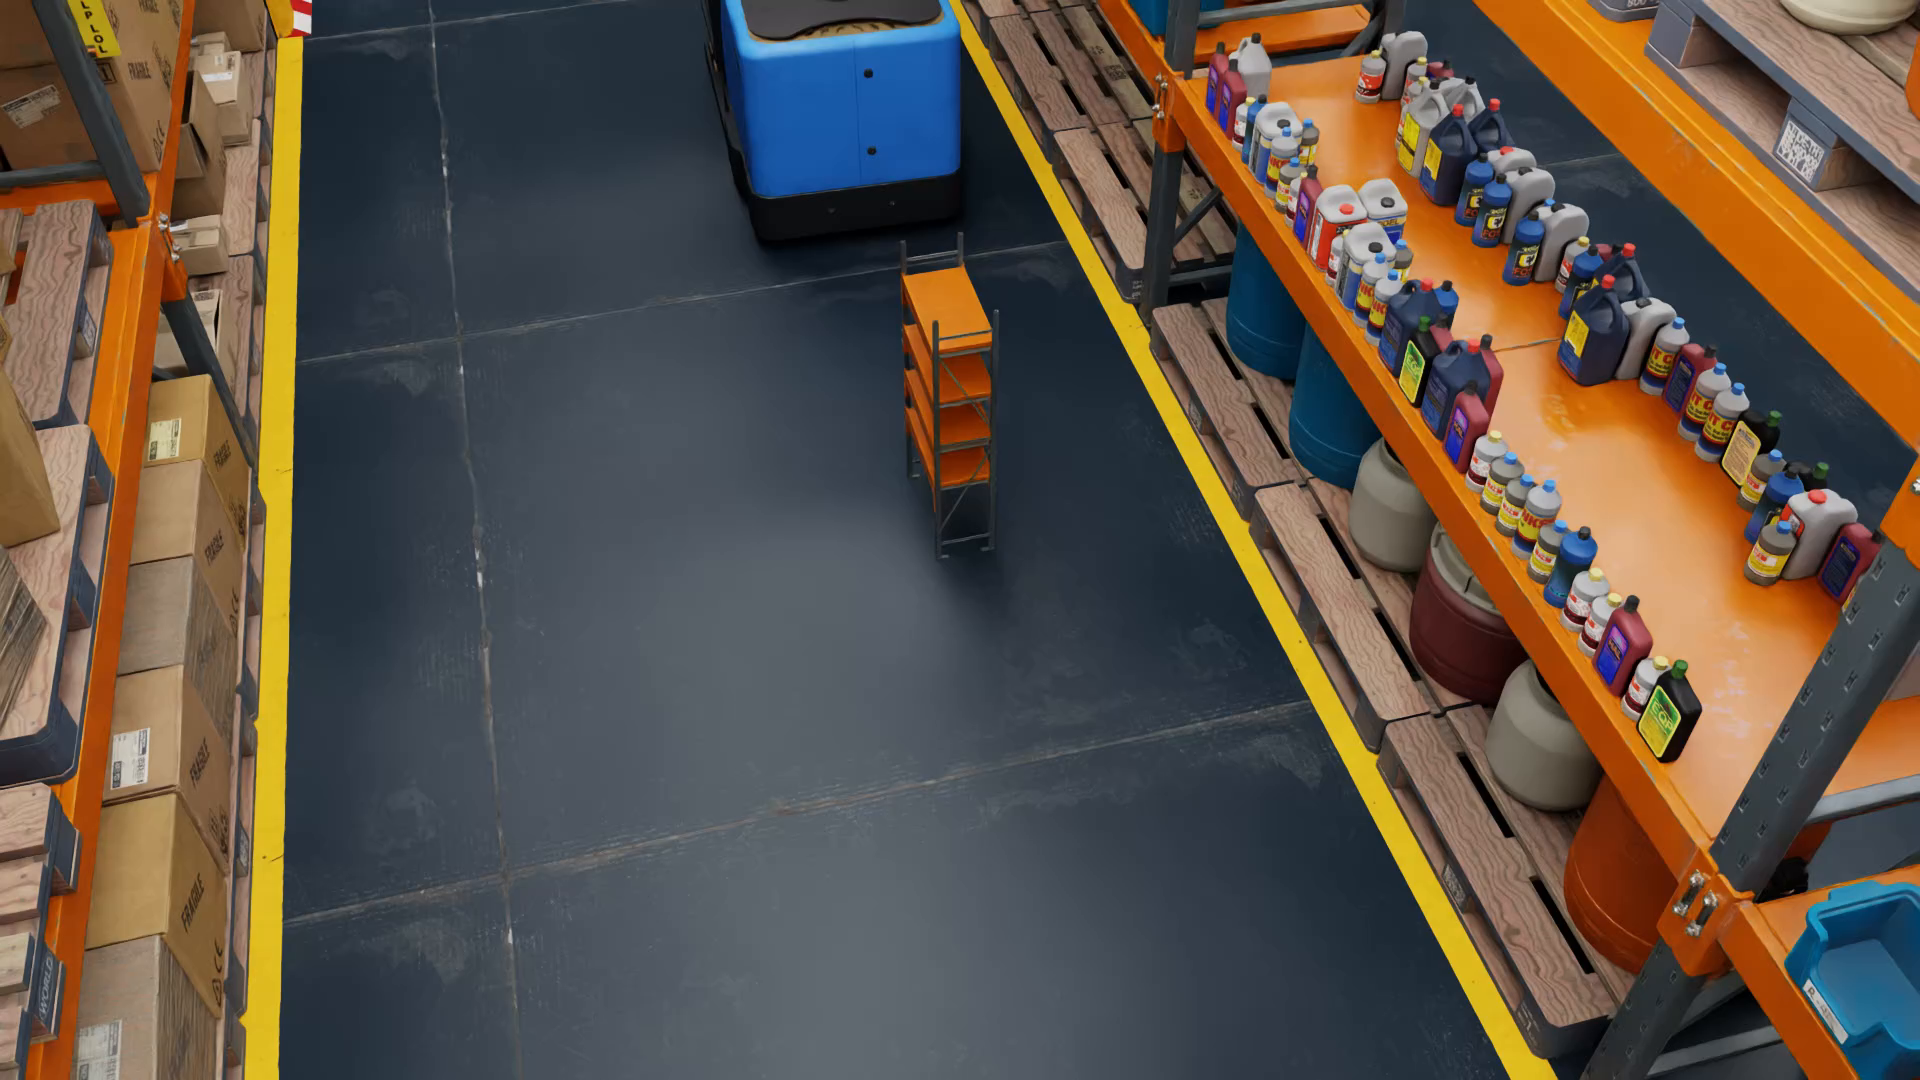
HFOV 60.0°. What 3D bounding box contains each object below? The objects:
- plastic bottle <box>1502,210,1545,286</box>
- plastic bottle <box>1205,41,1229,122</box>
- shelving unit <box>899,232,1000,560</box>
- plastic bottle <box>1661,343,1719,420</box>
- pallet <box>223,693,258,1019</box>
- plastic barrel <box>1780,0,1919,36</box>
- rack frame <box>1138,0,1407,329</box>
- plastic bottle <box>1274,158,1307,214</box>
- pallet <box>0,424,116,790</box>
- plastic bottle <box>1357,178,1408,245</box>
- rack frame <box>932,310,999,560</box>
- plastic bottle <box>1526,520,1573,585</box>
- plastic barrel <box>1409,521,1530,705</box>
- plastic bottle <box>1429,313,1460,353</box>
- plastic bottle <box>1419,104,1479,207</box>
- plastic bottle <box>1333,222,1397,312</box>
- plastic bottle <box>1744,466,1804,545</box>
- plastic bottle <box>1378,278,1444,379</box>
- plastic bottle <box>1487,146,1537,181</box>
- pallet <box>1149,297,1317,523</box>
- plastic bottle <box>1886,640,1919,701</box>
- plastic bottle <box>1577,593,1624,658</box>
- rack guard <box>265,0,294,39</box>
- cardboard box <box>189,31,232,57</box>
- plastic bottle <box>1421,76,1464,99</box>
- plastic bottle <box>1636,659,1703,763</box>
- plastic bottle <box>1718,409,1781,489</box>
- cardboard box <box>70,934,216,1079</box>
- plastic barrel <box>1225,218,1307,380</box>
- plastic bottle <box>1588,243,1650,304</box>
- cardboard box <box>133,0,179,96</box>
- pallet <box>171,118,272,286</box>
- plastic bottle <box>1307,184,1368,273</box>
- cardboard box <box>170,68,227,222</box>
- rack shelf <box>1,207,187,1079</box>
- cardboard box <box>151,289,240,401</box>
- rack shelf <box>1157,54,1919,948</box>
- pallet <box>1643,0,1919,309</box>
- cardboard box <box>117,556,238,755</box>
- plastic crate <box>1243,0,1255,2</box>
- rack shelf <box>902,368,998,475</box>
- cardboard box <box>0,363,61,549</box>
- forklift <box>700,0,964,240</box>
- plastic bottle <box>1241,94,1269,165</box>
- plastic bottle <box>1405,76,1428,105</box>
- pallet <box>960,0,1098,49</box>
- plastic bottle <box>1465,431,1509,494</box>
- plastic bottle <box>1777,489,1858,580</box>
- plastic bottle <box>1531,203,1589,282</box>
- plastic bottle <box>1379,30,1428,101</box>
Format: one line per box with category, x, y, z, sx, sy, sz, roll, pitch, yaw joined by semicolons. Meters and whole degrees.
plastic bottle;1.949;-1.014;5.734;0.097;0.271;0.097;0;46;0
plastic bottle;1.016;-1.789;6.485;0.061;0.283;0.133;-11;47;-10
shelving unit;-0.042;-0.534;6.433;0.258;1.200;0.503;-11;47;-10
plastic bottle;2.309;-0.523;5.244;0.061;0.283;0.133;-11;47;-10
pallet;-2.894;1.116;5.508;1.003;0.211;1.213;-11;47;-10
plastic barrel;1.942;-1.262;3.589;0.301;0.262;0.301;0;46;0
rack frame;1.335;-2.161;6.768;1.000;3.000;0.127;-11;47;-10
plastic bottle;1.207;-1.298;6.061;0.097;0.201;0.097;0;46;0
pallet;-2.933;0.229;4.560;1.003;0.211;1.213;-11;47;-10
plastic bottle;1.469;-1.117;5.832;0.152;0.276;0.135;-11;47;-10
rack frame;0.020;-0.366;6.268;0.240;1.200;0.015;-11;47;-10
plastic bottle;1.697;0.025;4.765;0.097;0.201;0.097;0;46;0
plastic barrel;1.928;0.183;5.865;0.600;0.588;0.708;-11;47;-10
plastic bottle;1.527;-0.580;5.300;0.061;0.283;0.133;-11;47;-10
plastic bottle;1.794;-1.415;6.071;0.144;0.351;0.185;-11;47;-10
plastic bottle;1.381;-0.929;5.647;0.152;0.276;0.135;-11;47;-10
plastic bottle;2.380;-0.106;4.844;0.097;0.271;0.097;0;46;0
plastic bottle;1.468;-0.710;5.380;0.144;0.351;0.185;-11;47;-10
plastic bottle;1.971;-1.304;6.015;0.152;0.276;0.135;-11;47;-10
pallet;1.492;-0.645;7.234;1.003;0.211;1.213;-11;47;-10
plastic bottle;2.560;0.286;4.456;0.152;0.276;0.135;-11;47;-10
plastic bottle;1.772;0.226;4.567;0.097;0.201;0.097;0;46;0
rack guard;-4.459;-3.092;9.431;1.175;0.500;0.348;-11;47;-10
cardboard box;-4.085;-2.556;8.830;0.380;0.166;0.250;-11;47;-10
plastic bottle;1.841;-1.653;6.356;0.152;0.276;0.135;-11;47;-10
plastic bottle;1.843;0.440;4.300;0.061;0.283;0.133;-11;47;-10
plastic bottle;2.393;-0.296;5.022;0.061;0.283;0.133;-11;47;-10
cardboard box;-2.410;1.497;4.624;0.500;0.500;0.500;-12;47;-12
plastic barrel;1.457;-1.195;6.996;0.600;0.901;0.708;-11;47;-10
plastic bottle;2.168;-0.809;5.477;0.144;0.351;0.185;-11;47;-10
cardboard box;-3.456;-2.048;6.587;0.500;0.500;0.500;-10;46;-10
pallet;-3.946;-1.600;8.171;1.003;0.211;1.213;-11;47;-10
plastic bottle;1.322;-1.089;5.804;0.152;0.276;0.135;-11;47;-10
cardboard box;-3.941;-1.835;7.888;0.797;0.503;0.637;-11;47;-10
rack shelf;-2.943;0.374;4.787;1.077;0.370;4.000;-11;47;-10
cardboard box;-3.353;-0.800;7.009;0.500;0.311;0.500;-11;47;-10
rack shelf;1.847;-0.529;5.672;1.077;0.370;4.000;-11;47;-10
pallet;2.257;-0.929;3.593;1.003;0.211;1.213;-11;47;-10
cardboard box;-2.805;0.440;5.661;0.500;0.500;0.500;-10;46;-10
plastic crate;1.354;-2.437;7.181;0.396;0.136;0.243;-11;47;-10
rack shelf;-0.042;-0.487;6.482;0.258;0.148;0.480;-11;47;-10
cardboard box;-2.943;-0.232;4.513;0.700;0.500;0.500;-22;50;-20
forklift;-0.808;-3.554;8.181;1.130;2.935;3.031;-9;46;-9
plastic bottle;1.122;-1.549;6.258;0.097;0.271;0.097;0;46;0
plastic bottle;1.779;-1.701;6.455;0.097;0.201;0.097;0;46;0
pallet;0.484;-3.370;9.905;1.003;0.211;1.213;-11;47;-10
plastic bottle;1.597;-0.244;5.028;0.097;0.201;0.097;0;46;0
plastic bottle;2.442;-0.034;4.770;0.152;0.276;0.135;-11;47;-10
plastic bottle;2.064;-1.051;5.767;0.152;0.276;0.135;-11;47;-10
plastic bottle;1.748;-1.905;6.603;0.152;0.276;0.135;-11;47;-10
